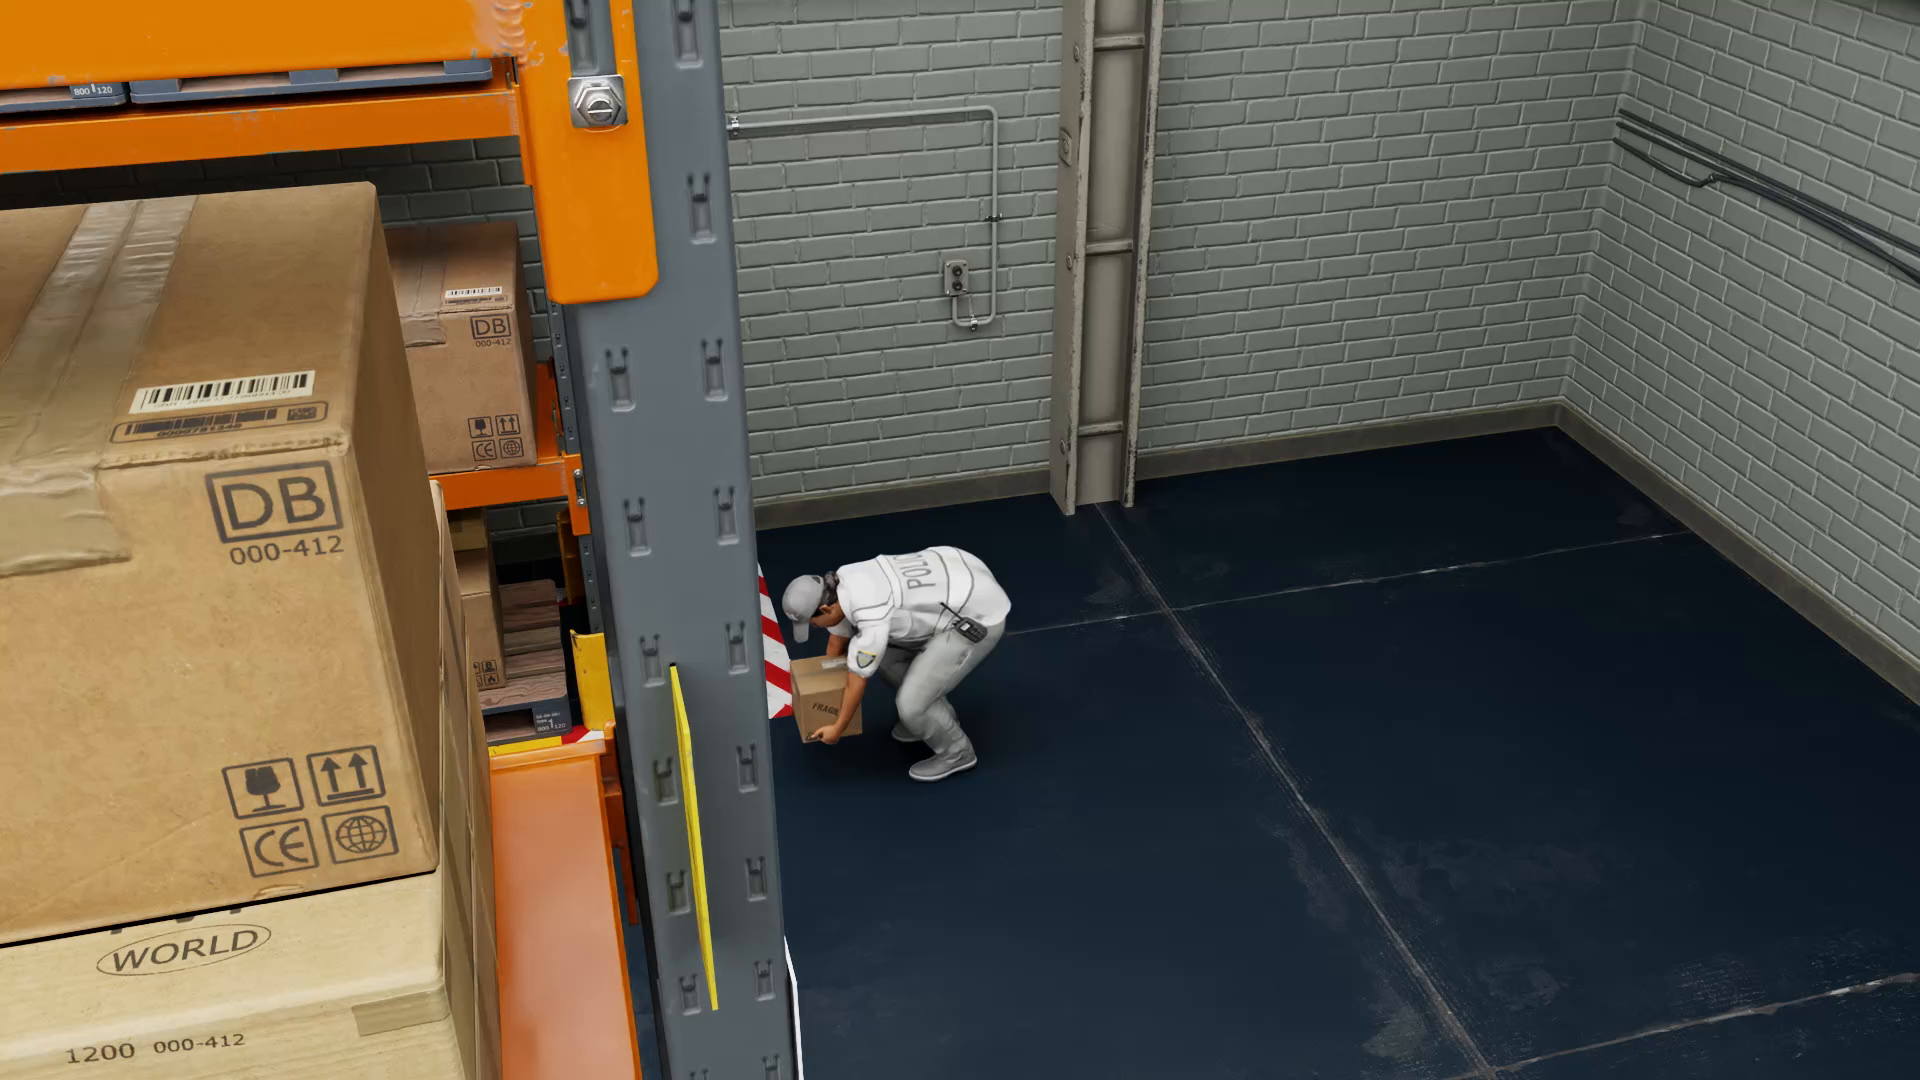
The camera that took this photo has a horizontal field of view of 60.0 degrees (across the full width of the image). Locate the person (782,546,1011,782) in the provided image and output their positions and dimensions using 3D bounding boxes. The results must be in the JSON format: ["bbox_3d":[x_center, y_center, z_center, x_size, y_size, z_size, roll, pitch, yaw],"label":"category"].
[{"bbox_3d":[-0.263,0.512,6.918,0.938,0.999,0.515,-9,32,-16],"label":"person"}]
